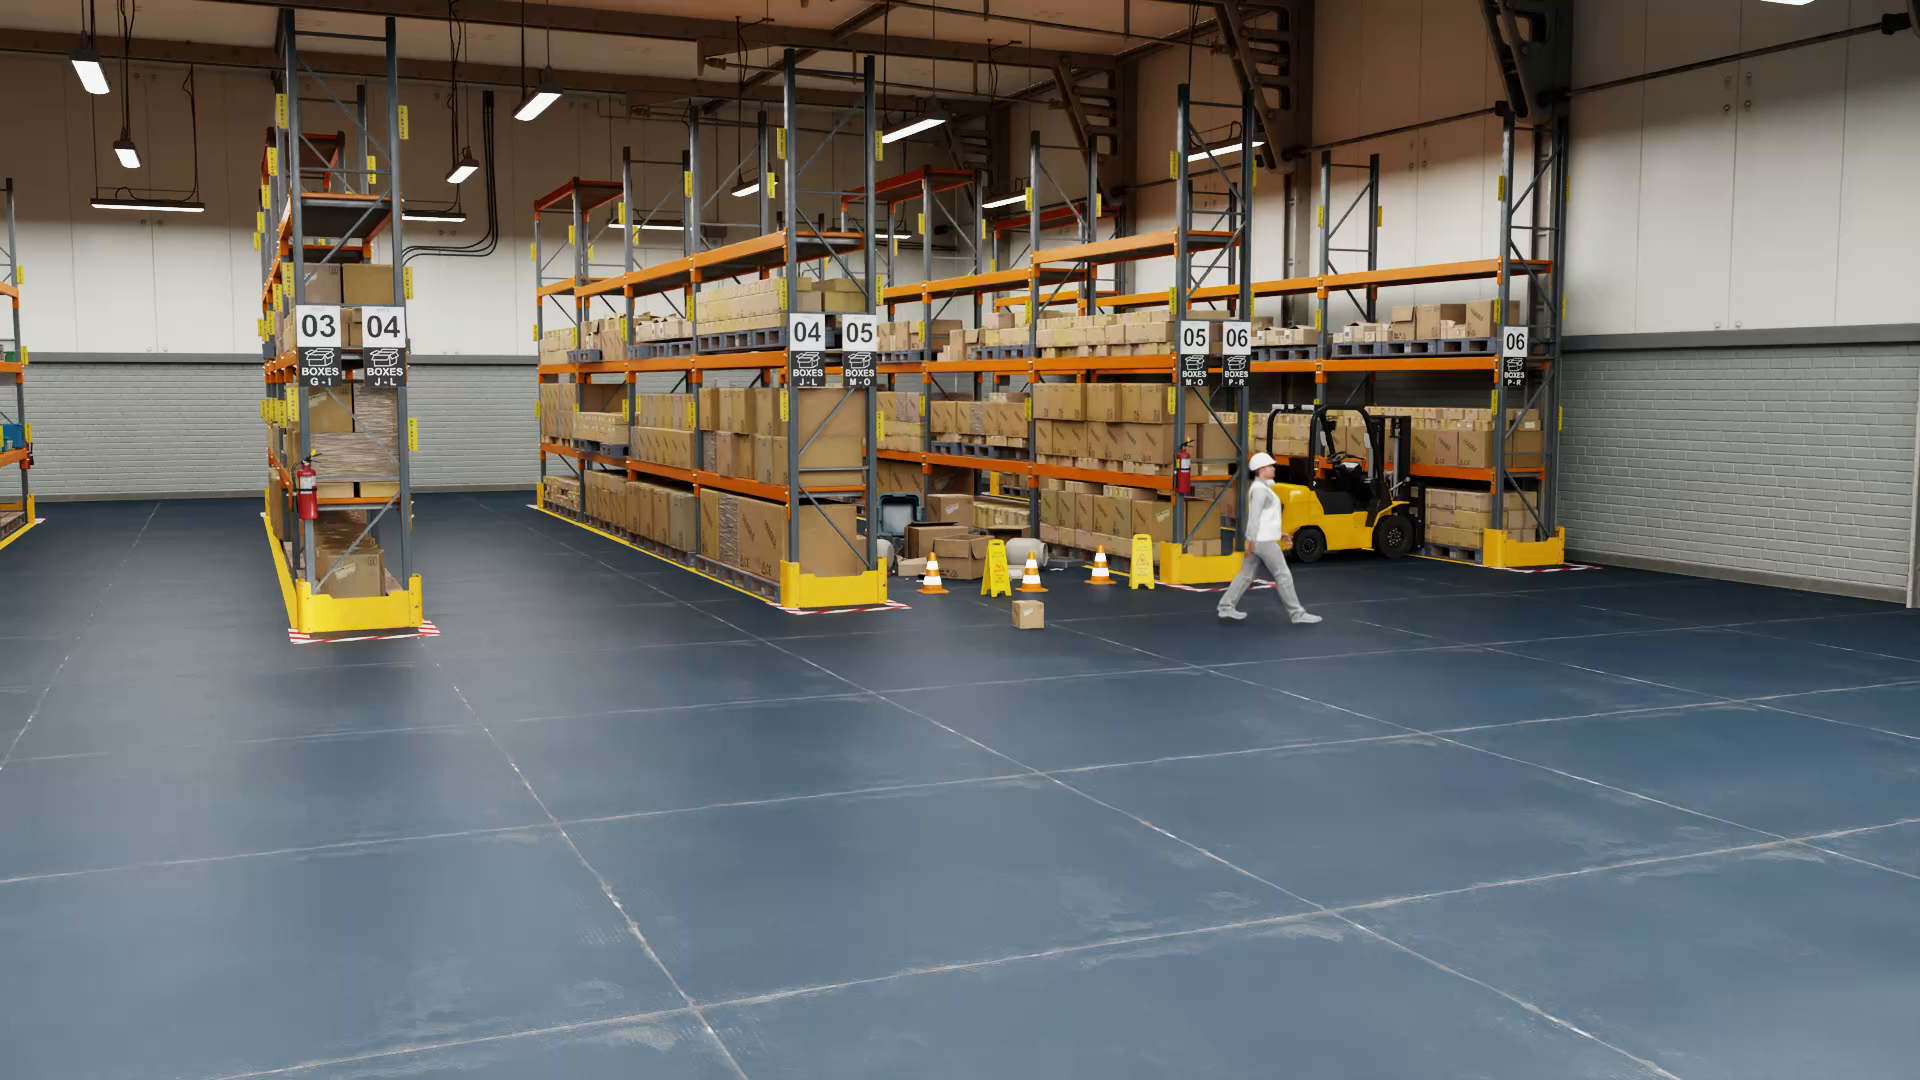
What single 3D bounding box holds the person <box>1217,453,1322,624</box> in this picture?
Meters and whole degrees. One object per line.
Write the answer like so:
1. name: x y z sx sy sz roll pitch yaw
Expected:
1. person: 3.137 -0.026 16.833 1.038 1.716 0.532 0 5 4
